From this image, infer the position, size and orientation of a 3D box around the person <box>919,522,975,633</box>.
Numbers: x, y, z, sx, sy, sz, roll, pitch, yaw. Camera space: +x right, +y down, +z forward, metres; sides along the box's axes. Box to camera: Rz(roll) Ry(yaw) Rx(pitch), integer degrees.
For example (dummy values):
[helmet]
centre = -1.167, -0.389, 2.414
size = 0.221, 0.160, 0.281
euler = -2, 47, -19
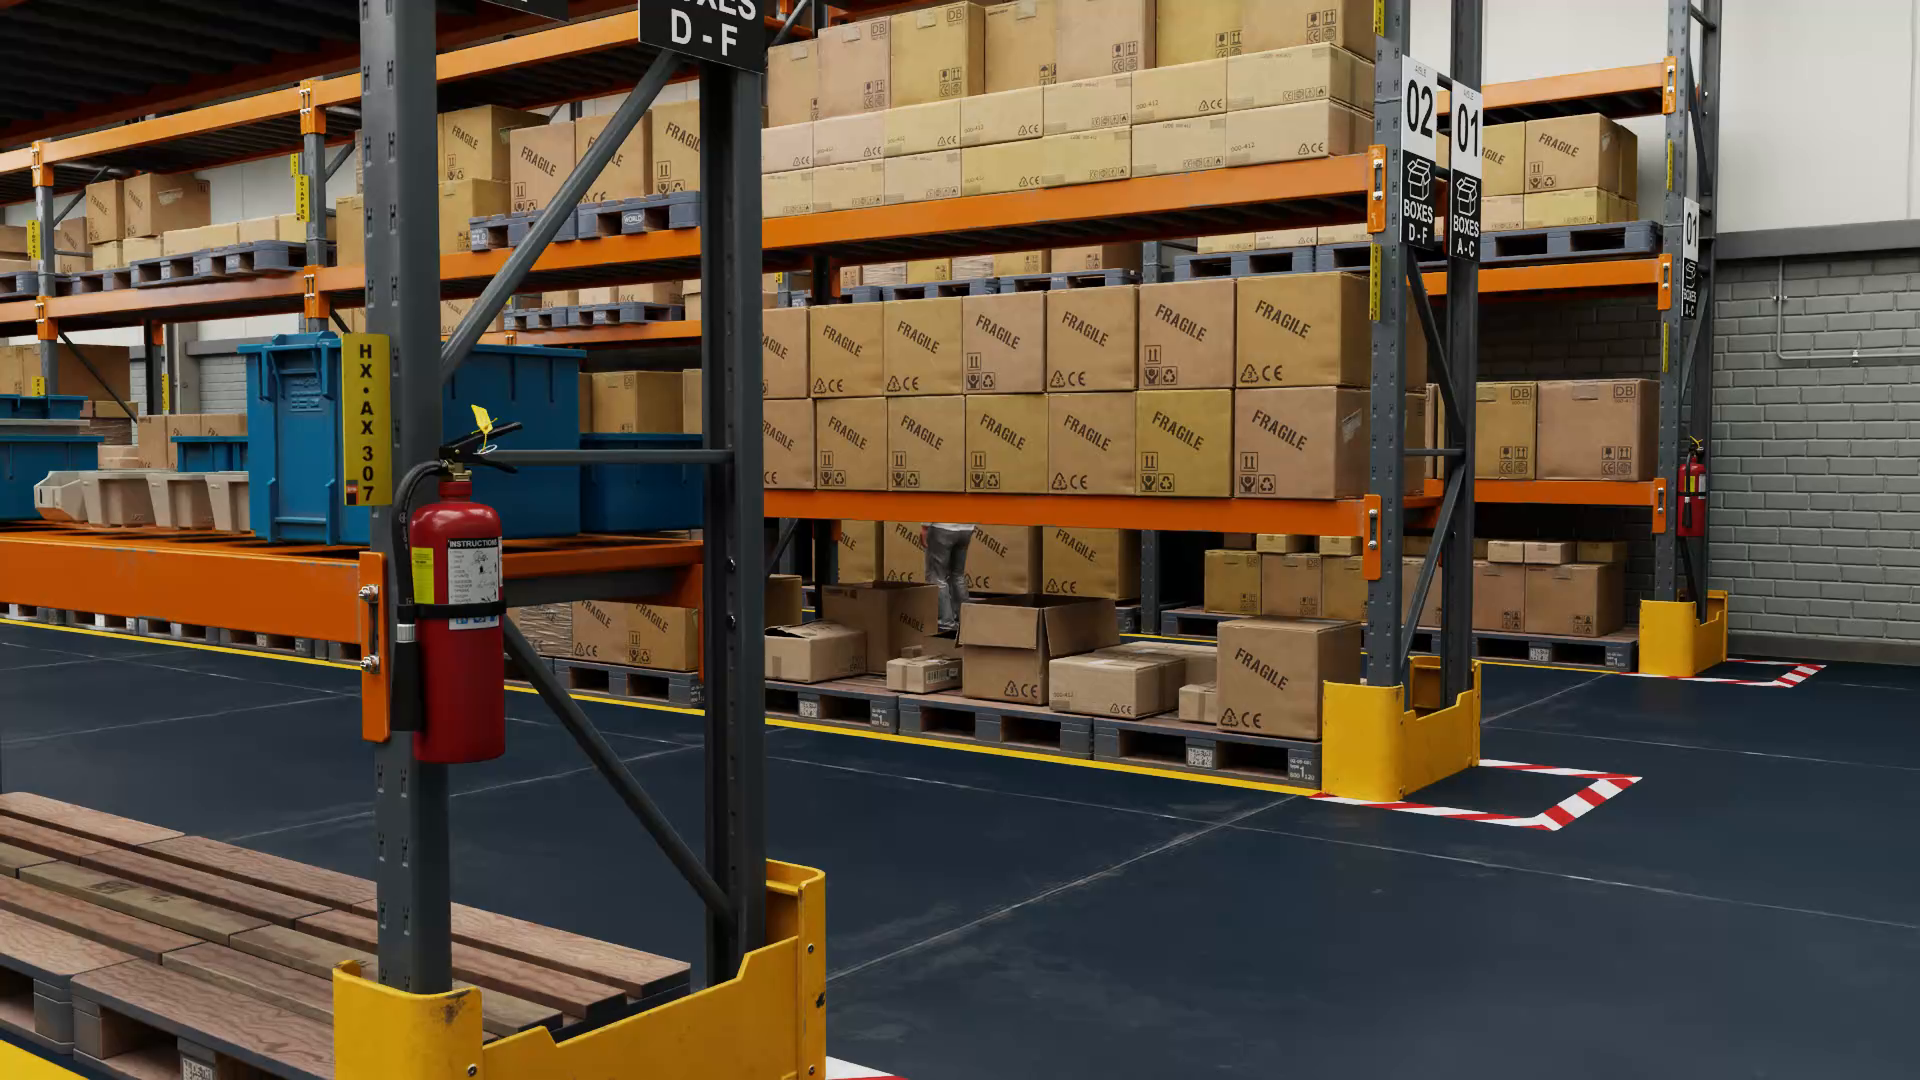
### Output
[person]
centre = -0.114, -0.101, 13.511
size = 0.462, 1.769, 0.580
euler = 2, 4, 37
